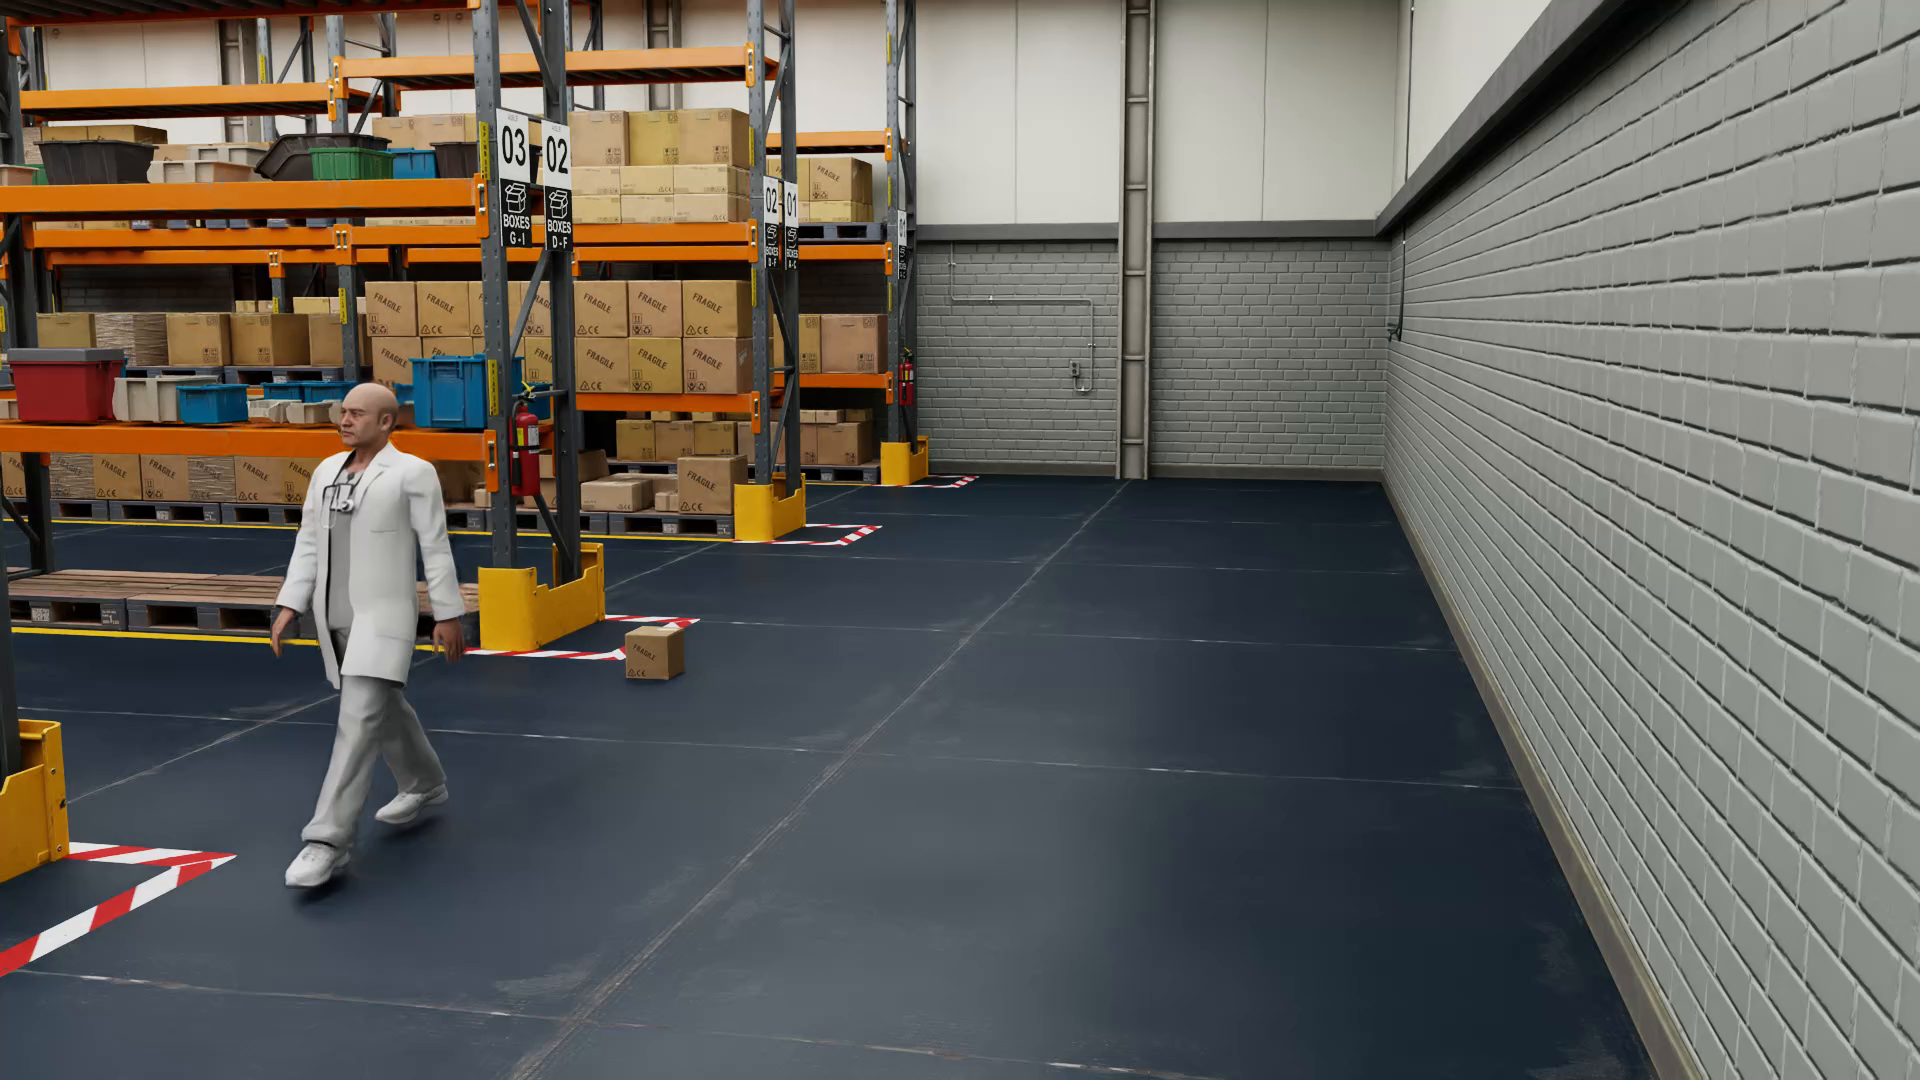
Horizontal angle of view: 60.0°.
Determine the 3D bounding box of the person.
[{"bbox_3d":[-2.246,0.290,6.144,0.628,1.725,1.062,4,9,24],"label":"person"}]
